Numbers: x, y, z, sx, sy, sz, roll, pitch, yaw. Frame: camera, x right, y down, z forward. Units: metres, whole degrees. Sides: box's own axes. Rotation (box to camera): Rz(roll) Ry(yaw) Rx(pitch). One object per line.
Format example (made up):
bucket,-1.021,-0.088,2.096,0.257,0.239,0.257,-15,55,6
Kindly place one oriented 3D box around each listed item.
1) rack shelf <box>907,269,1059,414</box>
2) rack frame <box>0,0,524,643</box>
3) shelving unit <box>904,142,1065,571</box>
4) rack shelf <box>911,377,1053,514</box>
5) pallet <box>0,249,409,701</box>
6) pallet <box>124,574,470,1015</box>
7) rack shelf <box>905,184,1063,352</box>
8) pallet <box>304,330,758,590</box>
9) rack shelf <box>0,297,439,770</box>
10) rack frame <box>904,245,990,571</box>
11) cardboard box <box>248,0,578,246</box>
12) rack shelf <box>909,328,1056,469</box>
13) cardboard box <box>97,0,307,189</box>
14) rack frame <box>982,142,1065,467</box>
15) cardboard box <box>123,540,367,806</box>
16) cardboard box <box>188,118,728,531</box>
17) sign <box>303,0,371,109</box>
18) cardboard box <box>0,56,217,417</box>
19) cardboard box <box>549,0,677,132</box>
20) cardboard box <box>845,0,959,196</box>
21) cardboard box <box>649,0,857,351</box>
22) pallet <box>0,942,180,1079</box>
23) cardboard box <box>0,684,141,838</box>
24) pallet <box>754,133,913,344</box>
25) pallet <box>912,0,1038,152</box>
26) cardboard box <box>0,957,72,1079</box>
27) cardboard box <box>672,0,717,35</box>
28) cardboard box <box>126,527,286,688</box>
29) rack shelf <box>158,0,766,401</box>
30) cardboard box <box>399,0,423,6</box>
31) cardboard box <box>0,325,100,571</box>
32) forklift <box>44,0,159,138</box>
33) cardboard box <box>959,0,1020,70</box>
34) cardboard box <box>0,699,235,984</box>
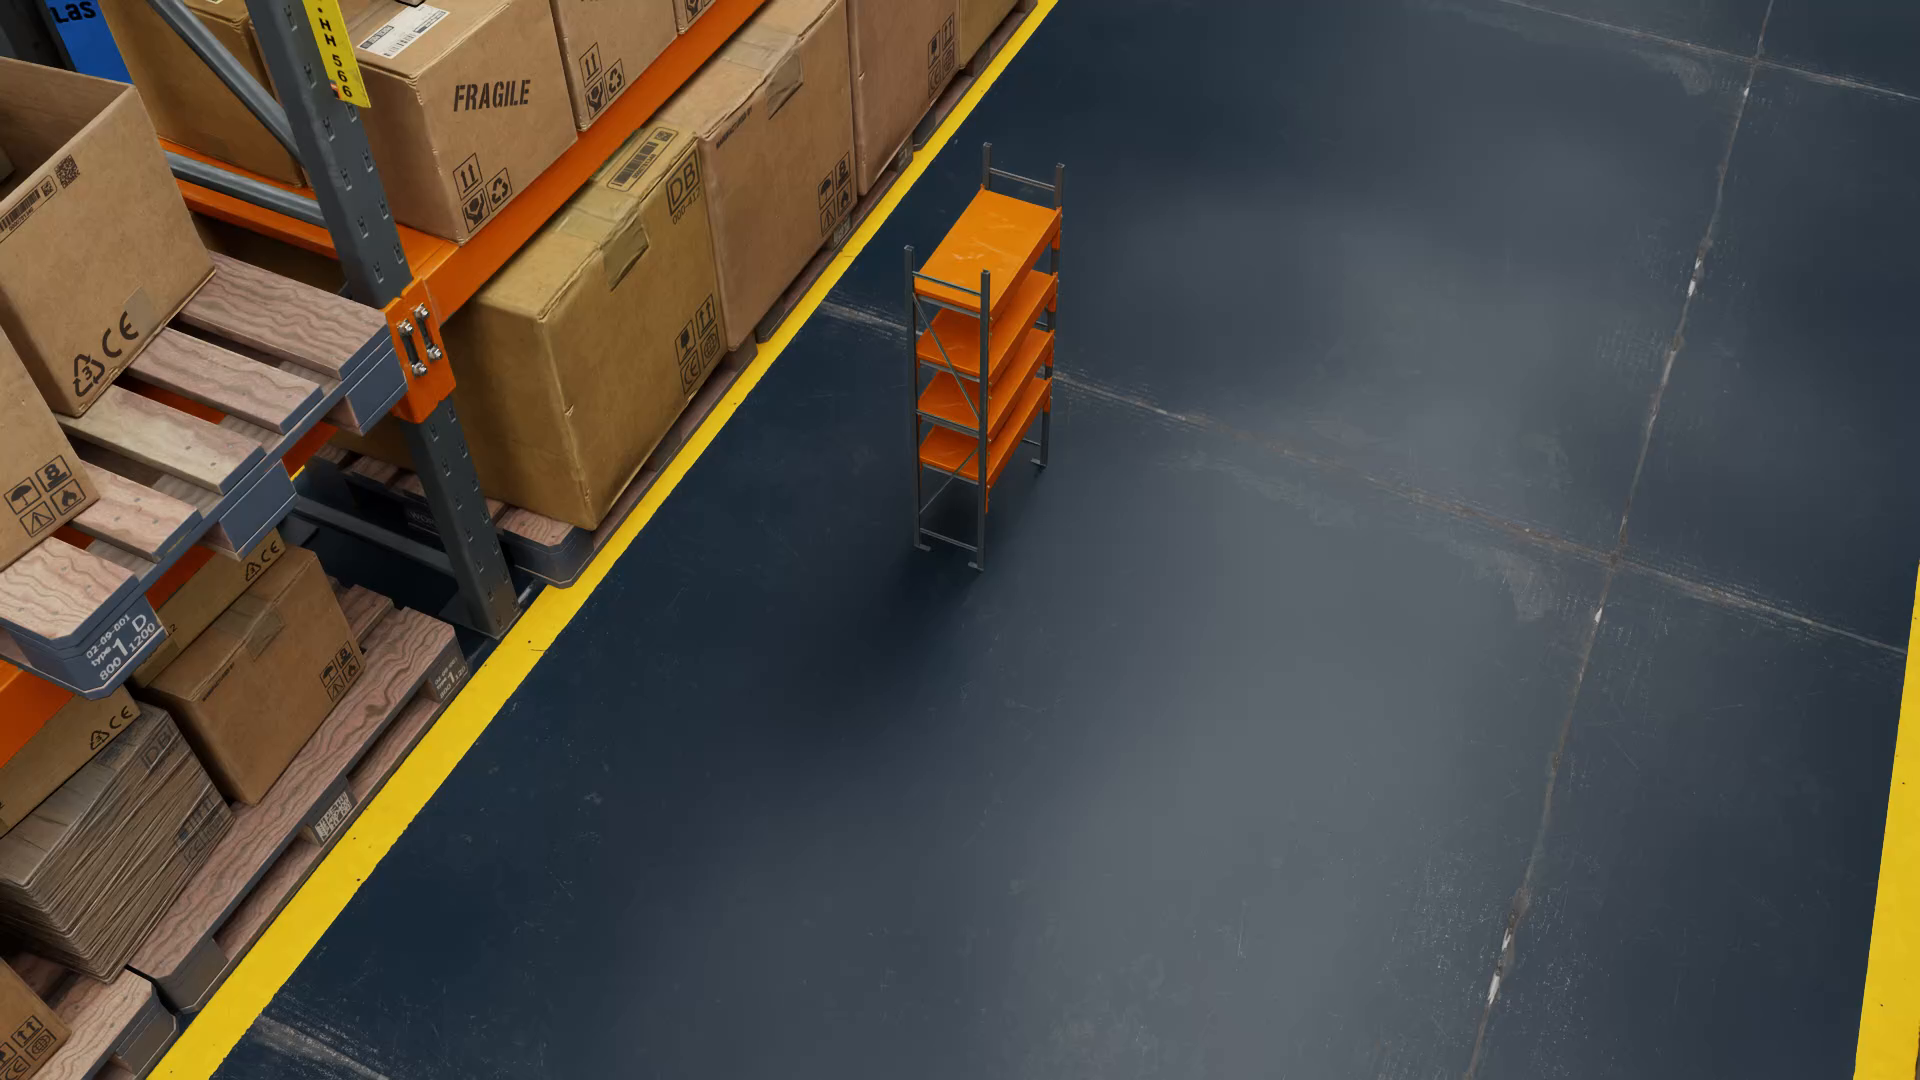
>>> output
rack shelf,0.071,-0.604,4.771,0.258,0.148,0.480,20,52,16
rack frame,-1.807,-0.870,4.021,1.000,3.000,0.127,20,52,16
shelving unit,0.071,-0.503,4.890,0.258,1.200,0.503,20,52,16
rack shelf,0.071,-0.331,5.092,0.258,0.148,0.480,20,52,16
pallet,-2.015,-0.283,3.647,1.213,0.211,1.003,20,52,16
pallet,-2.142,0.571,4.625,1.003,0.211,1.213,20,52,16
rack shelf,0.071,-0.757,4.591,0.258,0.148,0.480,20,52,16
pallet,-1.402,-0.485,5.524,1.003,0.211,1.213,20,52,16
rack shelf,-2.662,0.740,3.123,1.077,0.370,4.000,20,52,16
rack frame,-0.034,-0.335,4.747,0.240,1.200,0.015,20,52,16
cardboard box,-1.354,-1.149,4.192,0.500,0.500,0.500,21,53,17
rack shelf,0.071,-0.459,4.941,0.258,0.148,0.480,20,52,16
cardboard box,-1.820,-1.323,4.340,0.500,0.500,0.500,21,53,17
rack frame,0.175,-0.671,5.033,0.240,1.200,0.015,20,52,16
cardboard box,-2.075,0.265,4.407,0.700,0.500,0.500,17,52,14
cardboard box,-1.494,-0.786,5.069,1.225,0.875,0.875,18,52,14
sign,-1.313,-1.050,3.465,0.100,0.325,0.005,20,52,16
cardboard box,-2.002,-0.654,3.495,0.500,0.500,0.500,14,51,12
cardboard box,-1.135,-1.505,4.495,0.500,0.500,0.500,19,52,15
cardboard box,-0.735,-2.009,6.109,1.225,0.875,0.875,18,52,15
cardboard box,-1.106,-1.397,5.589,1.225,0.875,0.875,20,52,16
pallet,-2.665,1.408,3.913,1.003,0.211,1.213,20,52,16
cardboard box,-2.284,0.394,3.805,0.500,0.250,0.500,25,54,20
pallet,-0.880,-1.322,6.236,1.003,0.211,1.213,20,52,16
pallet,-0.360,-2.165,6.954,1.003,0.211,1.213,20,52,16
cardboard box,-2.537,1.044,3.745,0.700,0.500,0.500,24,54,19
cardboard box,-0.920,-1.858,4.796,0.500,0.500,0.500,19,52,15
cardboard box,-2.066,0.026,4.119,0.500,0.250,0.500,22,53,18
rack shelf,-0.953,-2.014,5.467,1.077,0.370,4.000,20,52,16
cardboard box,-1.480,-1.726,4.025,0.797,0.503,0.637,21,53,17
cardboard box,-2.150,-0.237,3.141,0.700,0.500,0.500,27,55,21
forklift,-4.372,-2.149,5.154,3.031,2.935,1.130,-15,51,-12
cardboard box,-0.354,-2.625,6.633,1.225,0.875,0.875,20,52,16
cardboard box,-2.301,0.651,4.079,0.700,0.500,0.500,16,51,13
